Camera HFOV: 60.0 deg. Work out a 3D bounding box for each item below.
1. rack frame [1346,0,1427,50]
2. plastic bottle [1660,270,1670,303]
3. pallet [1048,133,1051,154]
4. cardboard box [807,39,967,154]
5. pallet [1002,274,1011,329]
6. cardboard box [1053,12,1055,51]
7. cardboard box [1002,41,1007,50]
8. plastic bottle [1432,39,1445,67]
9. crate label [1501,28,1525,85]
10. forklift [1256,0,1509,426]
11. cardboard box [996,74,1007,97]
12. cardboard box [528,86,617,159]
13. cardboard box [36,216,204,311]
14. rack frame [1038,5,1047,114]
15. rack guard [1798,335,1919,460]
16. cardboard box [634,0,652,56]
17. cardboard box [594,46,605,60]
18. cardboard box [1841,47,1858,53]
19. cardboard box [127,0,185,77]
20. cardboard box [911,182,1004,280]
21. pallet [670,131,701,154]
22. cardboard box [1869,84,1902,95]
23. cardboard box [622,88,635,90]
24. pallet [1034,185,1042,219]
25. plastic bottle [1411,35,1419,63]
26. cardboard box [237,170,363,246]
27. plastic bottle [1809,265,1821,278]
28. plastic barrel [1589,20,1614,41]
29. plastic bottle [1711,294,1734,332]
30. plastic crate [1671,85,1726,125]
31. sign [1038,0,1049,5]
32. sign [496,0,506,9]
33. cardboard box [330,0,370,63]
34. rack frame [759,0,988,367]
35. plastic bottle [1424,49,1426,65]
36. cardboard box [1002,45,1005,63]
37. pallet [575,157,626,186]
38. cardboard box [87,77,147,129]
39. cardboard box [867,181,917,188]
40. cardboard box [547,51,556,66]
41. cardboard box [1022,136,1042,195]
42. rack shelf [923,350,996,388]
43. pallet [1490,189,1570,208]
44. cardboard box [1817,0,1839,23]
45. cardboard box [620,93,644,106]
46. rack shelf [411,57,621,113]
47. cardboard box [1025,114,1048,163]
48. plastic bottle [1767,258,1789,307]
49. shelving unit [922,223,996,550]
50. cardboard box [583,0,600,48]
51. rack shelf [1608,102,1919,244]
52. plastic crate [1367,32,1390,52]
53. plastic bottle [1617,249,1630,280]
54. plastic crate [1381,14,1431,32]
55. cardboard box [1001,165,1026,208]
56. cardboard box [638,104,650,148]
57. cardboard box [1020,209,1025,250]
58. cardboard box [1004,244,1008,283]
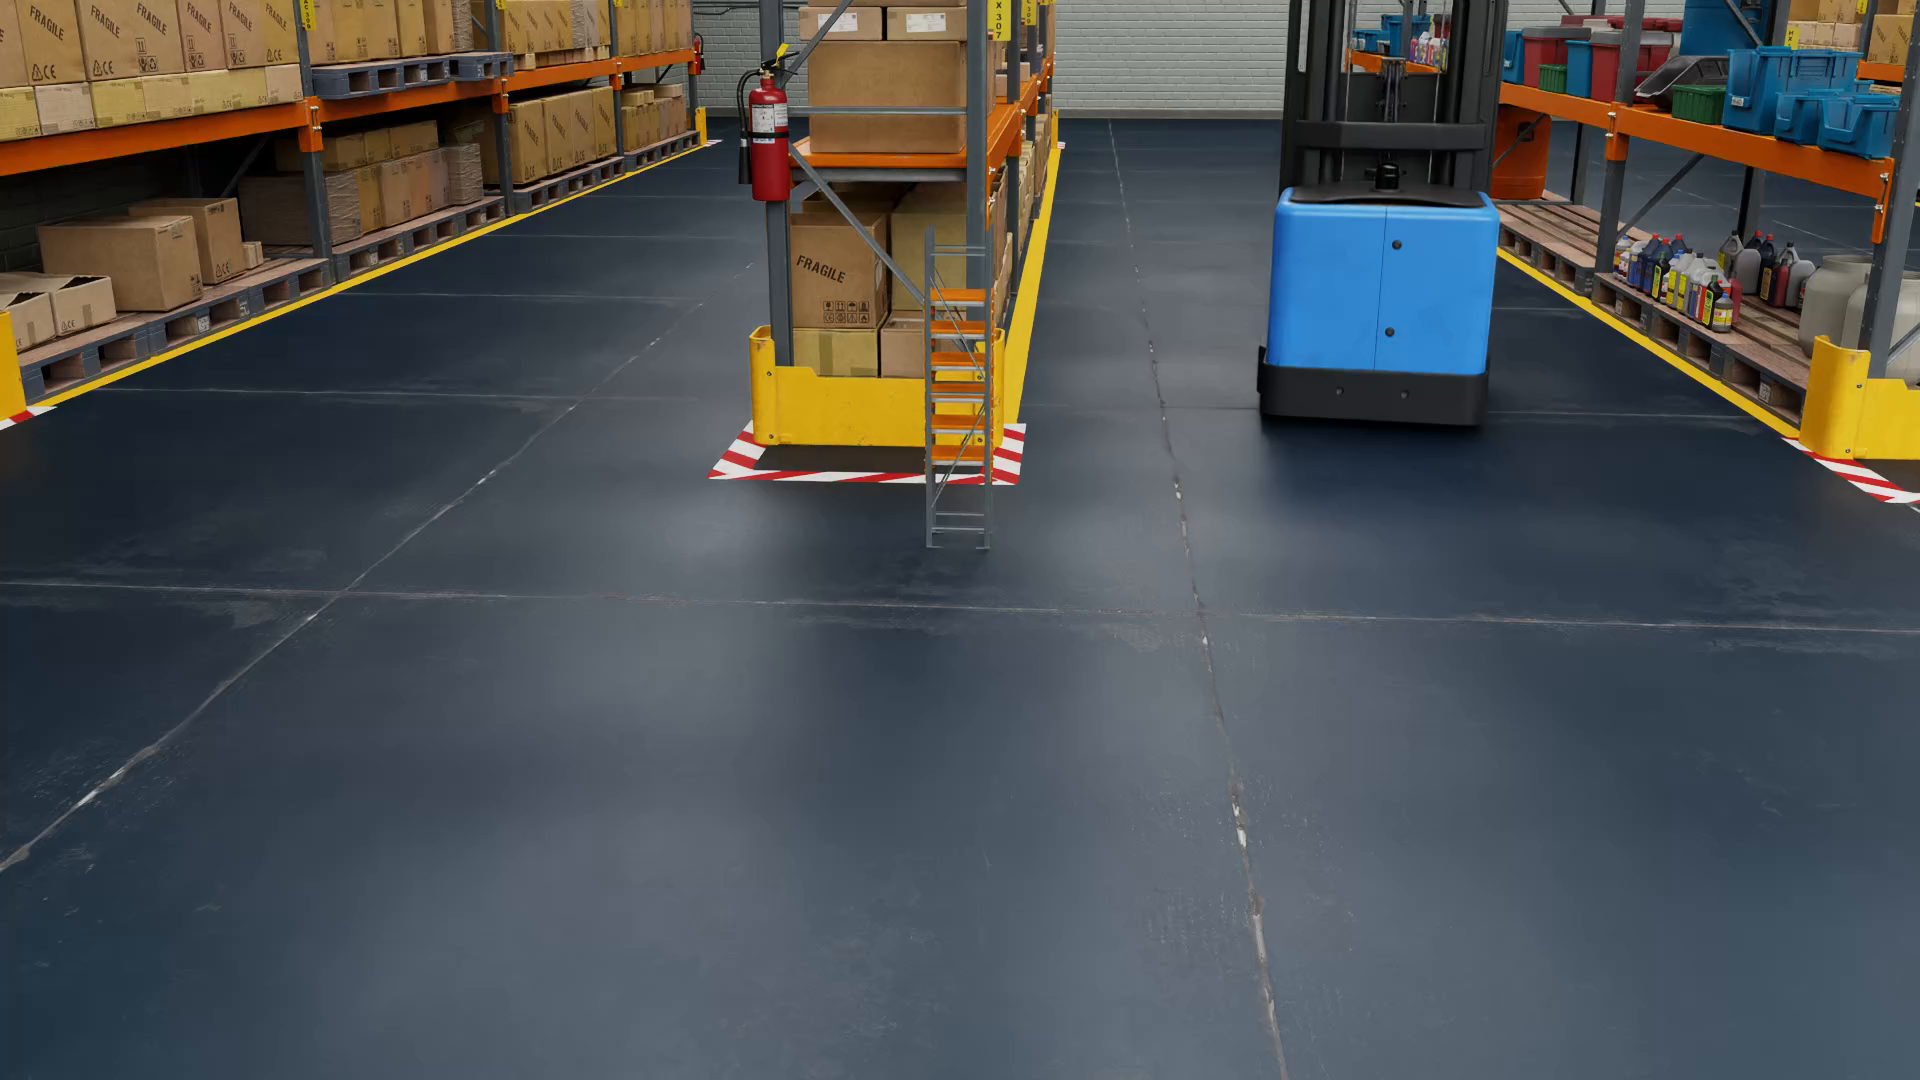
[{"bbox_3d":[5.707,-6.779,22.294,1.000,3.000,0.127,1,18,4],"label":"rack frame"},{"bbox_3d":[4.318,-1.544,10.105,0.097,0.201,0.097,0,18,0],"label":"plastic bottle"},{"bbox_3d":[0.705,-5.294,22.241,1.003,0.211,1.213,1,18,4],"label":"pallet"},{"bbox_3d":[-0.334,-2.114,7.896,0.700,0.500,0.500,1,18,4],"label":"cardboard box"},{"bbox_3d":[-0.193,-1.593,10.944,1.003,0.211,1.213,1,18,4],"label":"pallet"},{"bbox_3d":[0.972,-6.632,21.684,0.500,0.500,0.500,1,18,4],"label":"cardboard box"},{"bbox_3d":[0.126,-4.851,15.576,0.700,0.500,0.500,-5,19,-15],"label":"cardboard box"},{"bbox_3d":[4.924,-4.983,17.012,0.152,0.276,0.135,1,18,4],"label":"plastic bottle"},{"bbox_3d":[4.792,-4.009,13.782,0.502,0.435,0.616,1,18,4],"label":"crate label"},{"bbox_3d":[2.295,-2.353,8.896,1.130,2.935,3.031,4,19,12],"label":"forklift"},{"bbox_3d":[0.174,-3.315,12.126,0.380,0.149,0.250,1,18,4],"label":"cardboard box"},{"bbox_3d":[-4.378,-4.731,18.822,0.750,0.750,0.750,1,18,5],"label":"cardboard box"},{"bbox_3d":[-5.039,-1.669,10.006,0.700,0.500,0.500,0,18,0],"label":"cardboard box"},{"bbox_3d":[0.480,-5.648,18.844,1.000,3.000,0.127,1,18,4],"label":"rack frame"},{"bbox_3d":[4.518,-0.646,7.593,1.175,0.500,0.348,1,18,4],"label":"rack guard"},{"bbox_3d":[-4.349,-6.295,20.335,0.980,0.700,0.700,1,18,3],"label":"cardboard box"},{"bbox_3d":[-4.198,-5.458,18.633,0.380,0.149,0.250,2,18,5],"label":"cardboard box"},{"bbox_3d":[10.055,-5.409,18.516,0.380,0.149,0.250,1,18,4],"label":"cardboard box"},{"bbox_3d":[-4.874,-2.941,9.586,0.500,0.500,0.500,2,18,6],"label":"cardboard box"},{"bbox_3d":[-0.010,-1.798,9.630,0.500,0.500,0.500,1,18,4],"label":"cardboard box"},{"bbox_3d":[-4.154,-5.425,22.640,1.003,0.211,1.213,1,18,4],"label":"pallet"},{"bbox_3d":[10.334,-4.417,17.823,1.225,0.875,0.875,1,18,4],"label":"cardboard box"},{"bbox_3d":[-4.405,-5.750,21.452,0.380,0.149,0.250,1,18,4],"label":"cardboard box"},{"bbox_3d":[0.284,-3.312,16.192,1.003,0.211,1.213,1,18,4],"label":"pallet"},{"bbox_3d":[4.959,-5.335,18.076,0.061,0.283,0.133,1,18,4],"label":"plastic bottle"},{"bbox_3d":[-4.999,-2.523,12.614,0.700,0.500,0.500,2,18,6],"label":"cardboard box"},{"bbox_3d":[5.047,-1.479,9.794,0.097,0.271,0.097,0,18,0],"label":"plastic bottle"},{"bbox_3d":[5.242,-3.892,13.305,0.421,0.512,0.421,0,18,0],"label":"plastic barrel"},{"bbox_3d":[4.254,-1.269,9.266,0.097,0.201,0.097,0,18,0],"label":"plastic bottle"},{"bbox_3d":[4.468,-2.536,9.685,0.450,0.188,0.662,1,18,4],"label":"plastic crate"},{"bbox_3d":[0.747,-4.945,14.837,0.100,0.325,0.005,1,18,4],"label":"sign"},{"bbox_3d":[-4.206,-5.019,15.190,0.100,0.325,0.005,1,18,4],"label":"sign"},{"bbox_3d":[-4.917,-3.860,12.520,0.700,0.500,0.500,3,18,10],"label":"cardboard box"},{"bbox_3d":[-0.381,-1.921,7.470,1.000,3.000,0.127,1,18,4],"label":"rack frame"},{"bbox_3d":[4.931,-5.097,17.481,0.097,0.201,0.097,0,18,0],"label":"plastic bottle"},{"bbox_3d":[0.123,-4.252,14.724,0.500,0.311,0.500,2,18,7],"label":"cardboard box"},{"bbox_3d":[-4.442,-4.191,18.875,1.003,0.211,1.213,1,18,4],"label":"pallet"},{"bbox_3d":[-4.905,-2.433,9.240,0.500,0.250,0.500,1,18,3],"label":"cardboard box"},{"bbox_3d":[-0.511,-1.965,10.141,0.500,0.500,0.500,1,18,4],"label":"cardboard box"},{"bbox_3d":[-4.394,-4.979,17.173,0.380,0.149,0.250,1,18,4],"label":"cardboard box"},{"bbox_3d":[0.511,-3.562,15.785,0.500,0.500,0.500,2,18,6],"label":"cardboard box"},{"bbox_3d":[-0.001,-0.637,6.199,0.258,0.103,0.180,1,18,4],"label":"rack shelf"},{"bbox_3d":[5.148,-3.215,15.896,1.003,0.211,1.213,1,18,4],"label":"pallet"},{"bbox_3d":[10.167,-6.157,18.954,0.500,0.500,0.500,1,18,4],"label":"cardboard box"},{"bbox_3d":[-4.099,-5.410,20.414,0.380,0.149,0.250,2,18,6],"label":"cardboard box"},{"bbox_3d":[-4.605,-4.795,17.394,1.077,0.370,4.000,1,18,4],"label":"rack shelf"},{"bbox_3d":[0.730,-4.510,18.677,0.500,0.500,0.500,1,18,4],"label":"cardboard box"},{"bbox_3d":[4.929,-1.556,10.009,0.061,0.283,0.133,1,18,4],"label":"plastic bottle"},{"bbox_3d":[-0.001,-0.566,6.222,0.258,1.200,0.189,1,18,4],"label":"shelving unit"},{"bbox_3d":[-4.270,-5.648,18.174,0.500,0.500,0.500,1,18,4],"label":"cardboard box"},{"bbox_3d":[4.703,-2.089,9.136,1.077,0.370,4.000,1,18,4],"label":"rack shelf"},{"bbox_3d":[5.245,-6.156,20.567,0.416,0.233,0.300,1,18,4],"label":"plastic crate"},{"bbox_3d":[4.379,-1.811,10.919,0.097,0.201,0.097,0,18,0],"label":"plastic bottle"},{"bbox_3d":[5.869,-6.716,21.949,0.616,0.435,0.499,1,18,4],"label":"plastic crate"},{"bbox_3d":[0.261,-2.762,12.876,0.500,0.311,0.500,1,18,2],"label":"cardboard box"},{"bbox_3d":[-4.266,-5.155,20.679,0.700,0.500,0.500,1,18,3],"label":"cardboard box"},{"bbox_3d":[0.220,-2.335,12.473,0.500,0.250,0.500,2,18,5],"label":"cardboard box"},{"bbox_3d":[0.045,-1.753,10.696,0.500,0.250,0.500,1,18,4],"label":"cardboard box"}]
